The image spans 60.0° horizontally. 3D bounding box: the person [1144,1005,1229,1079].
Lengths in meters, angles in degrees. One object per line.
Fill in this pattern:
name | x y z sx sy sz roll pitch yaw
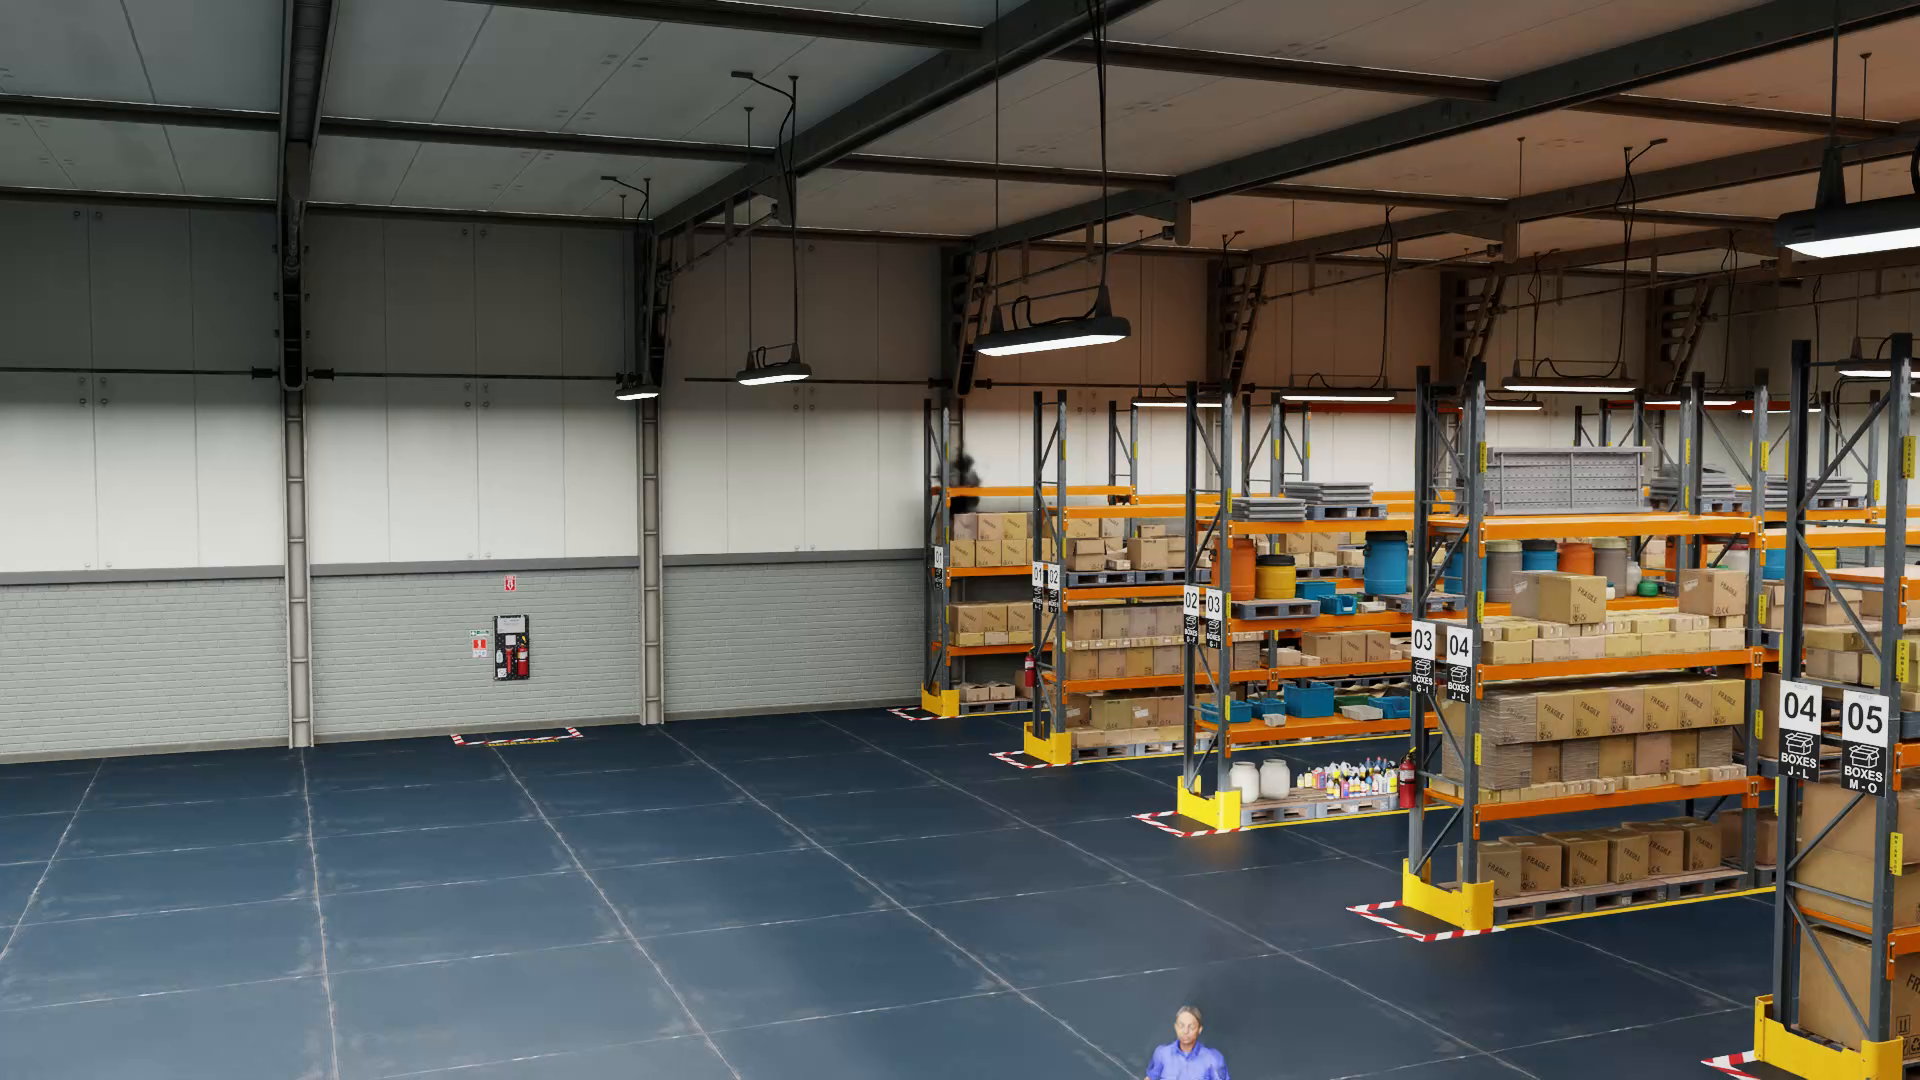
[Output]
person | 1.429 3.742 10.522 0.578 1.594 0.644 1 3 16
